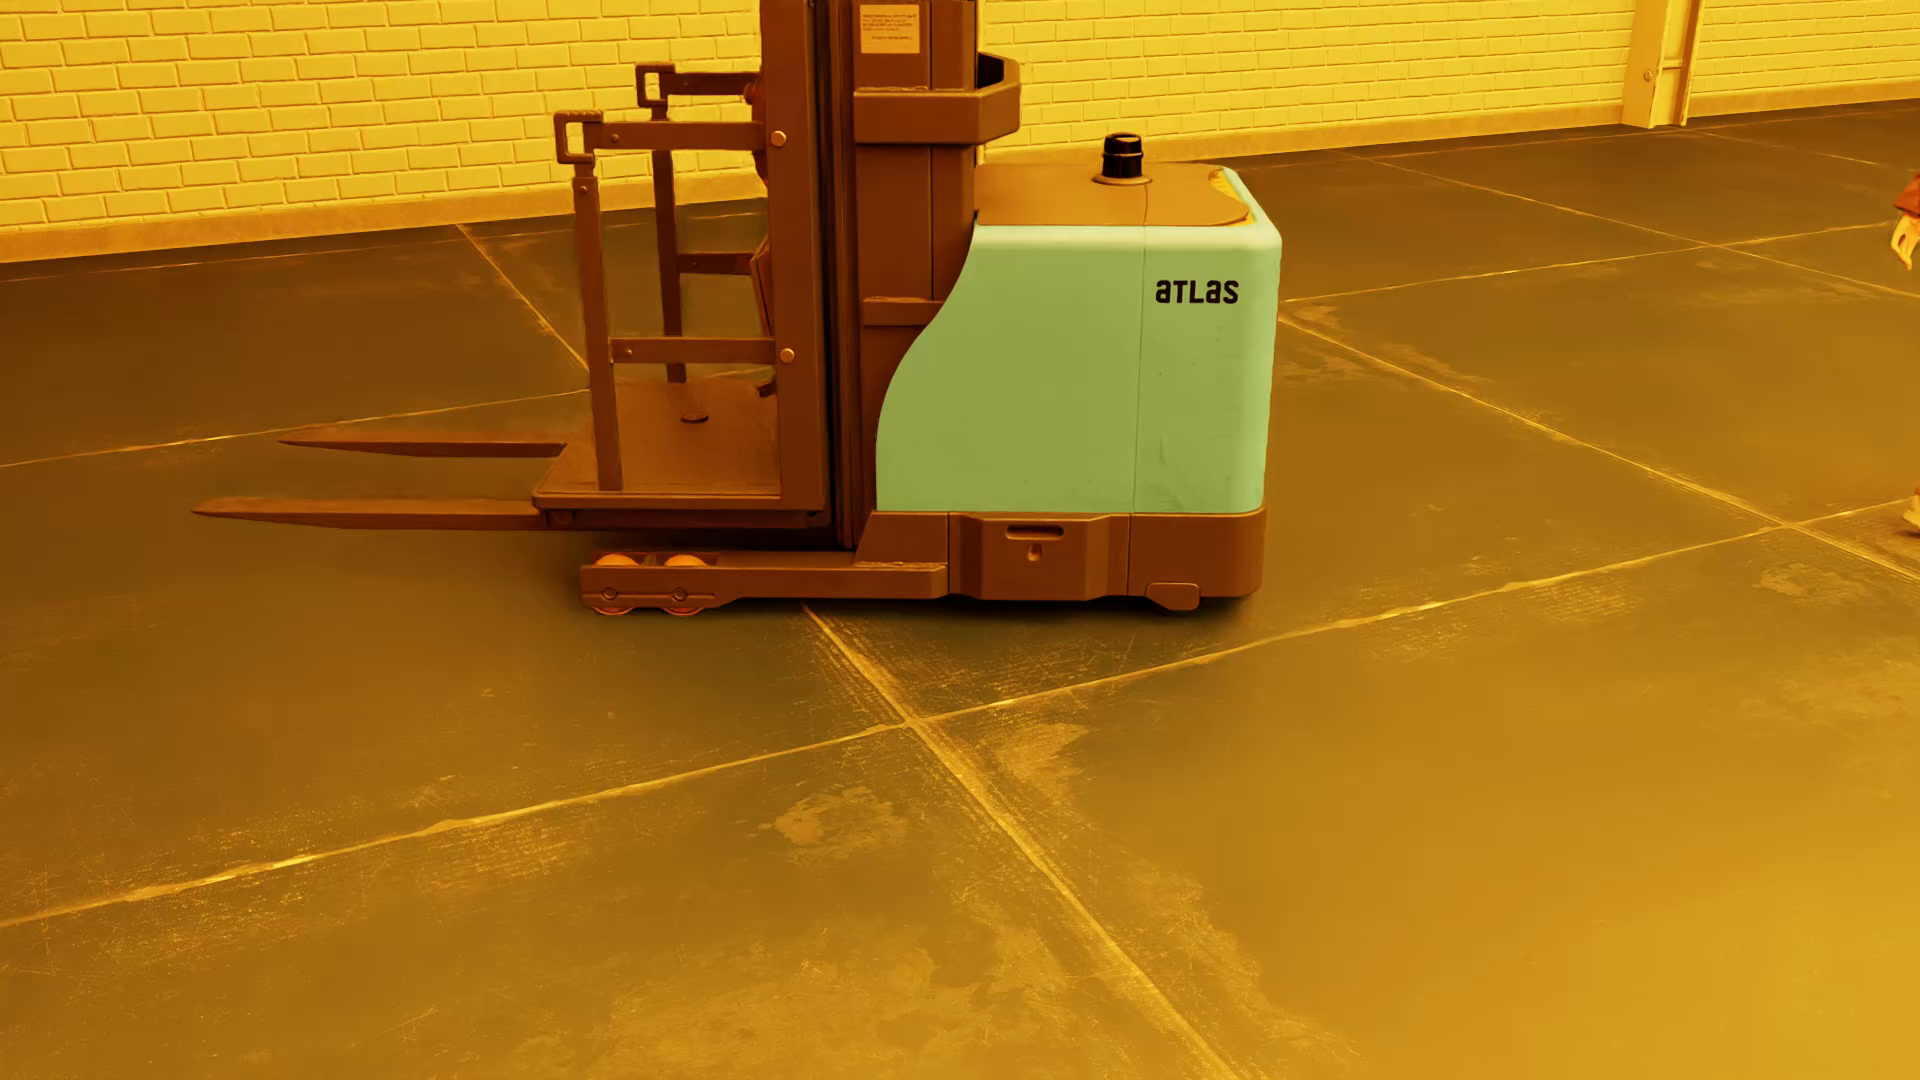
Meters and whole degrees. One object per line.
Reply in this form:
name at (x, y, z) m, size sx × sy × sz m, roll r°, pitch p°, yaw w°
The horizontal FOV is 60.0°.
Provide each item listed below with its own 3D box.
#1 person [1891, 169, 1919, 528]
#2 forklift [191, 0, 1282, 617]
person at (3.317, -0.806, 4.871) m, size 1.022 × 1.716 × 0.609 m, roll -3°, pitch 23°, yaw -8°
forklift at (-0.666, -1.344, 4.522) m, size 3.031 × 2.935 × 1.130 m, roll 1°, pitch 23°, yaw 1°
